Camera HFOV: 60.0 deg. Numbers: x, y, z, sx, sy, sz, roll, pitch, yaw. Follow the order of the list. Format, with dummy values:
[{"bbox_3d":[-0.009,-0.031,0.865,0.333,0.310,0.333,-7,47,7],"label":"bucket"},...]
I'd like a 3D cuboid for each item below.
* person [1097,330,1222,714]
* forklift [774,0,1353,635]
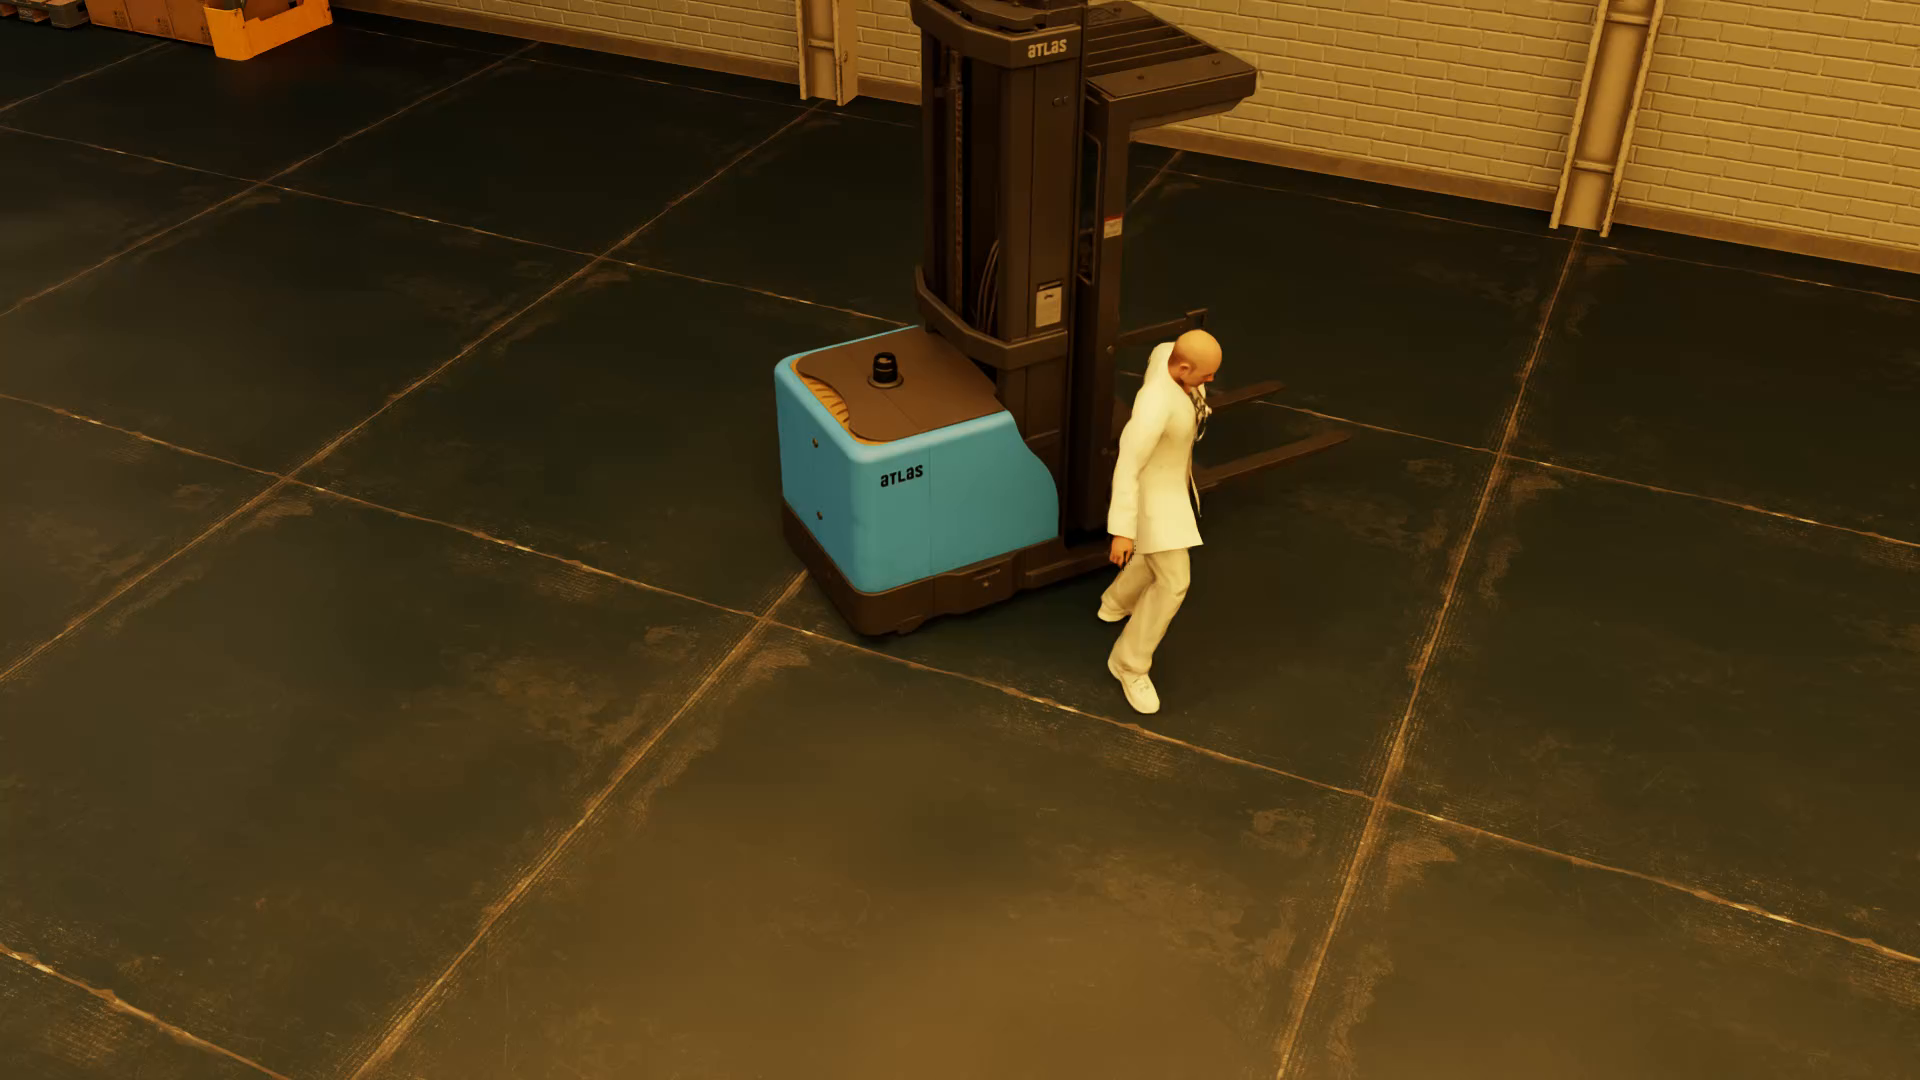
[{"bbox_3d":[0.880,-0.211,7.463,0.494,1.719,1.138,9,37,13],"label":"person"},{"bbox_3d":[0.640,-1.341,7.966,3.031,2.935,1.130,-17,39,-22],"label":"forklift"}]
